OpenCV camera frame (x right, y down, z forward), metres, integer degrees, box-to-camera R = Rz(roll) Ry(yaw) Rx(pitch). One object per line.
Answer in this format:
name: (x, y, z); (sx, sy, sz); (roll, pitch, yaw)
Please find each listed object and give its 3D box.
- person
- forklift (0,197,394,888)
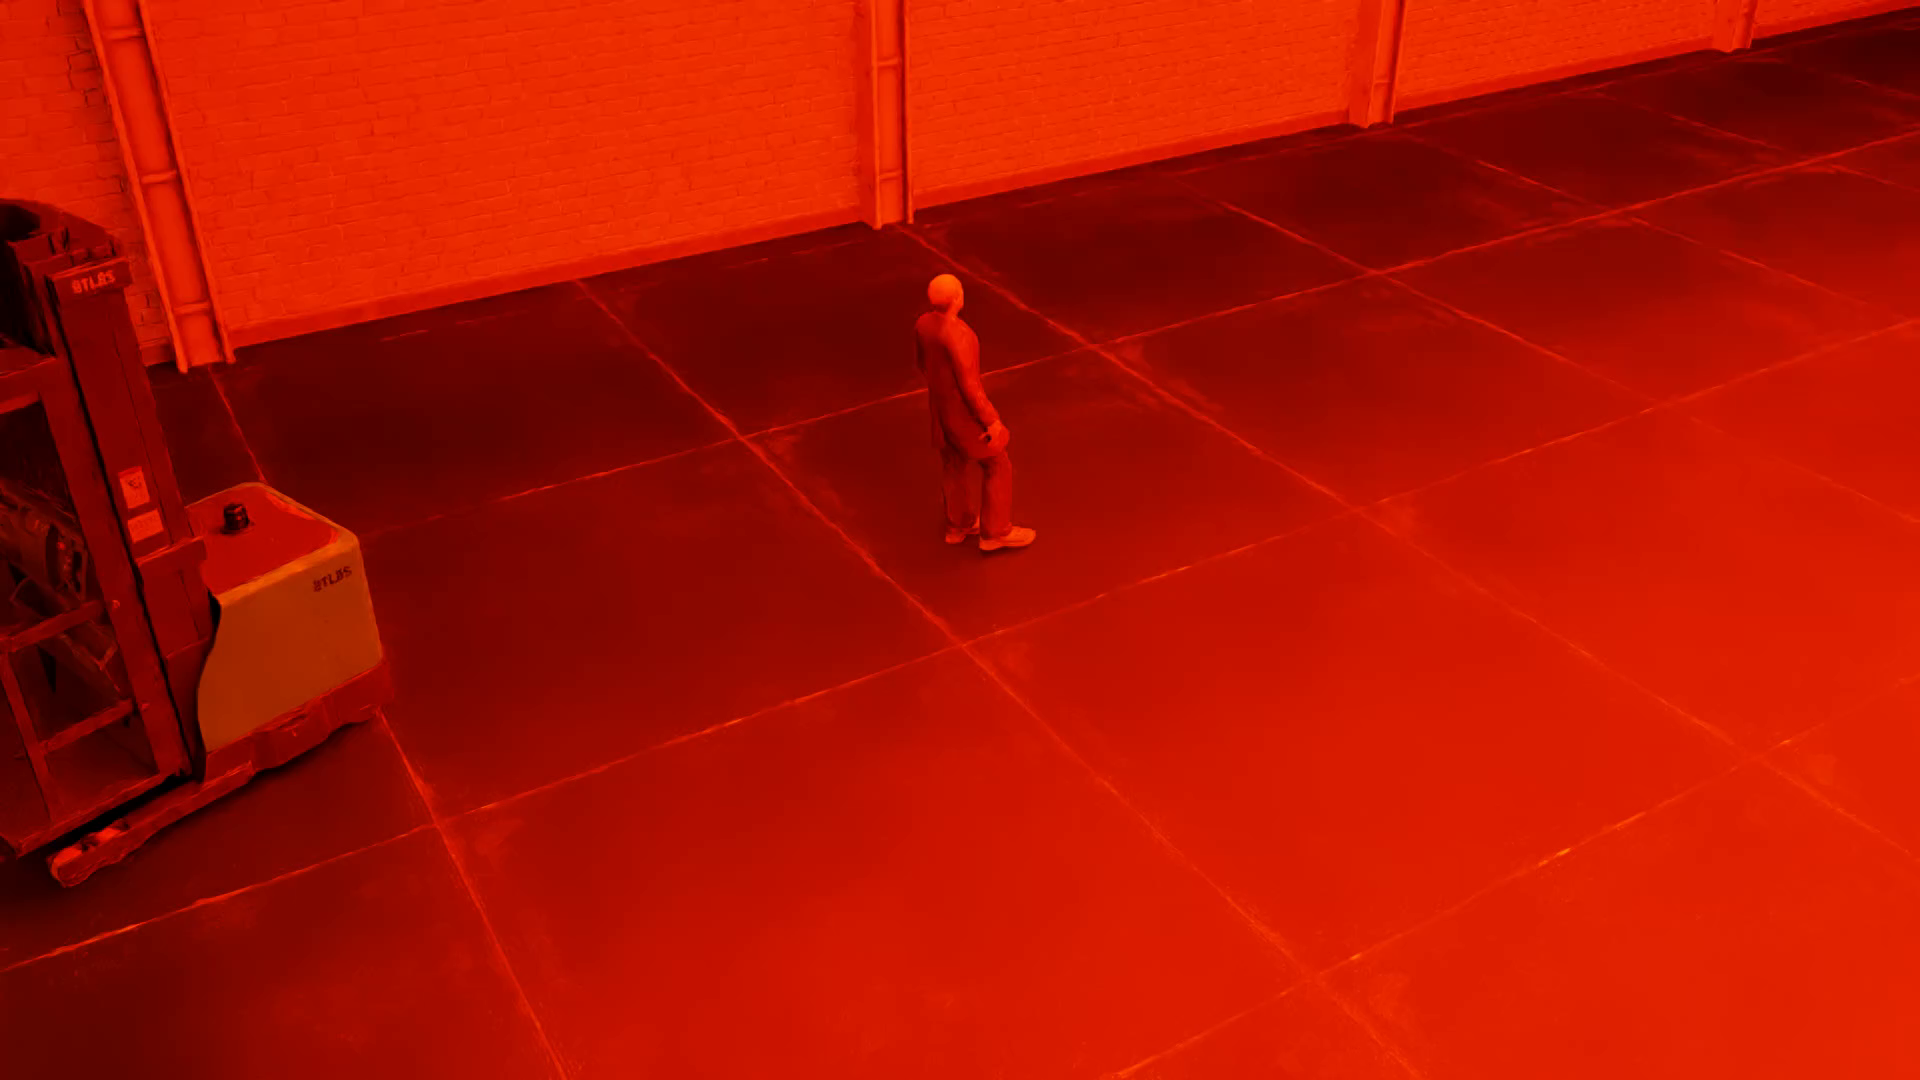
person: (0.079, -0.792, 10.075); (0.586, 1.775, 0.694); (-17, 35, -26)
forklift: (-4.371, 0.070, 7.530); (1.130, 2.935, 3.031); (23, 38, 33)
